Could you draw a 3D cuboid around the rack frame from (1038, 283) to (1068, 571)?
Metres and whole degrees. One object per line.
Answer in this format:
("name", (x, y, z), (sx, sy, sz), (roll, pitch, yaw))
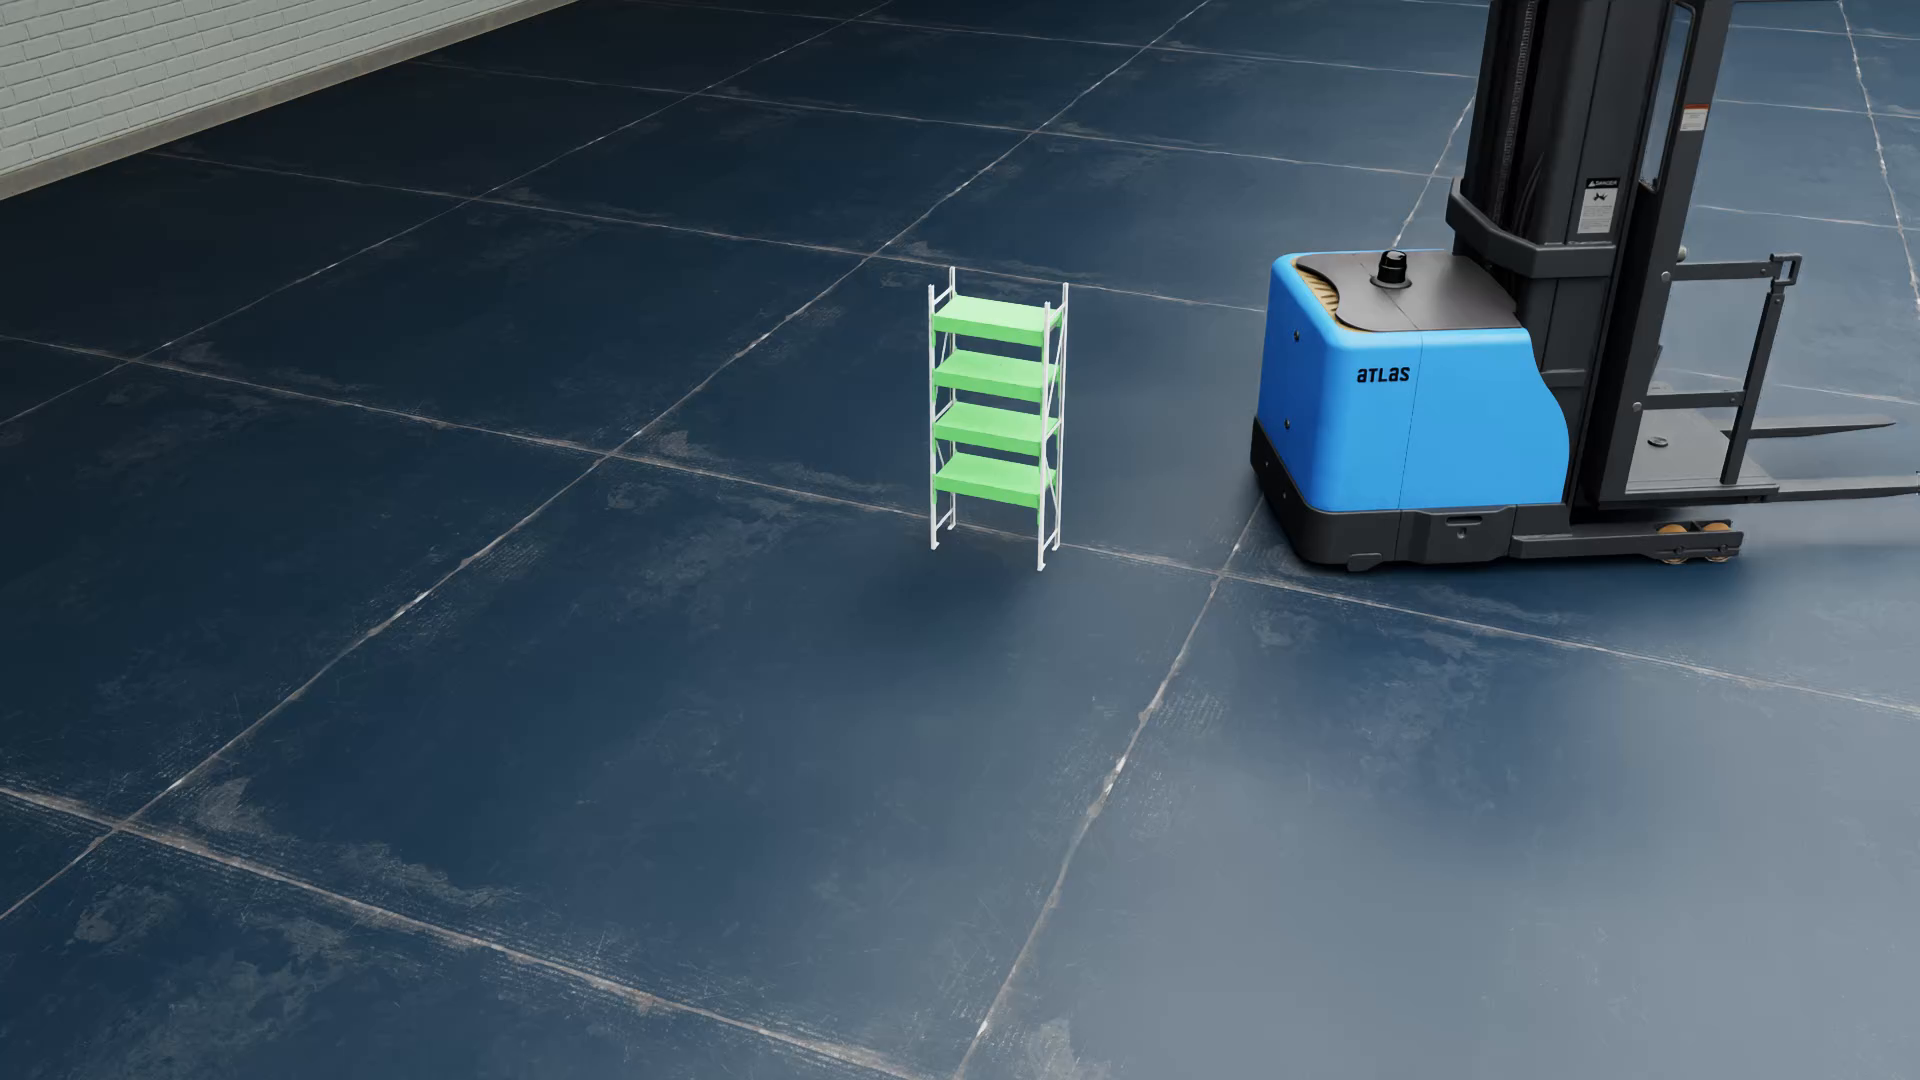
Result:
("rack frame", (0.379, -0.447, 6.821), (0.015, 1.200, 0.240), (11, 31, 19))

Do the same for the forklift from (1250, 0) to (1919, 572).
("forklift", (2.897, -1.430, 6.802), (3.031, 2.935, 1.130), (-3, 30, -4))

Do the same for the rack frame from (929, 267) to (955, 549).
("rack frame", (-0.073, -0.537, 6.980), (0.015, 1.200, 0.240), (11, 31, 19))

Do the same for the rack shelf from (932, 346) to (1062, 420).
("rack shelf", (0.153, -0.645, 6.814), (0.480, 0.148, 0.258), (11, 31, 19))

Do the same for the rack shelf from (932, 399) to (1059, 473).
("rack shelf", (0.153, -0.436, 6.932), (0.480, 0.148, 0.258), (11, 31, 19))

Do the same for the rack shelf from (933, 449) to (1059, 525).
("rack shelf", (0.153, -0.227, 7.050), (0.480, 0.148, 0.258), (11, 31, 19))

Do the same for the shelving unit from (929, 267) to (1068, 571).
("shelving unit", (0.153, -0.492, 6.901), (0.503, 1.200, 0.258), (11, 31, 19))

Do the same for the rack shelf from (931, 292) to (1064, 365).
("rack shelf", (0.153, -0.854, 6.696), (0.480, 0.148, 0.258), (11, 31, 19))
